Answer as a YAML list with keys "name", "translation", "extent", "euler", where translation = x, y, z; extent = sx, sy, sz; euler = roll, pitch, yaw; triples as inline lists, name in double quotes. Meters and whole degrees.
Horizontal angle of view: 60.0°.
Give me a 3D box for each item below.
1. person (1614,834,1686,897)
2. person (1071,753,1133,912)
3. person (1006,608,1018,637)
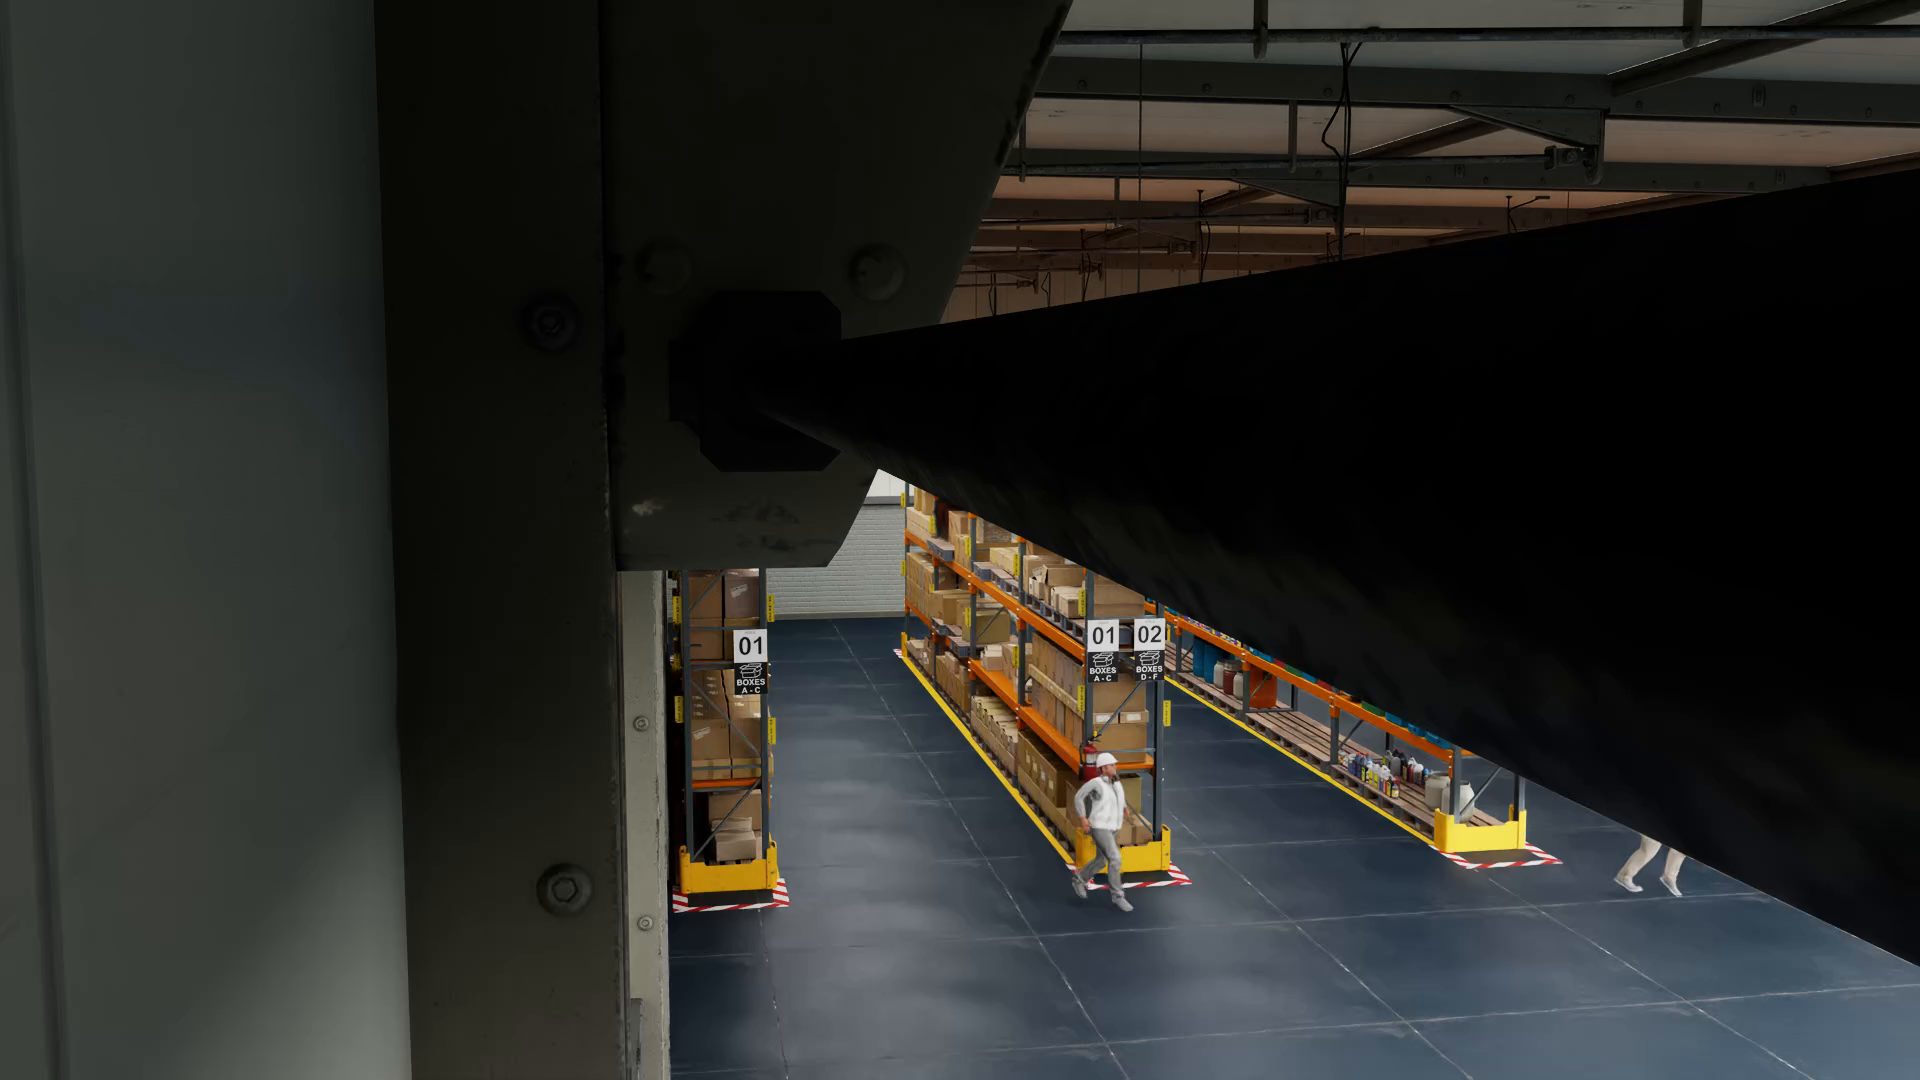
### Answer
- name: "person"
  translation: [8.376, 3.421, 19.944]
  extent: [0.914, 1.779, 0.672]
  euler: [3, 7, 25]
- name: "person"
  translation: [1.765, 3.407, 19.666]
  extent: [0.887, 1.761, 0.662]
  euler: [5, 7, 37]
- name: "person"
  translation: [1.228, 1.647, 36.430]
  extent: [0.693, 1.722, 0.778]
  euler: [-4, 7, -36]
